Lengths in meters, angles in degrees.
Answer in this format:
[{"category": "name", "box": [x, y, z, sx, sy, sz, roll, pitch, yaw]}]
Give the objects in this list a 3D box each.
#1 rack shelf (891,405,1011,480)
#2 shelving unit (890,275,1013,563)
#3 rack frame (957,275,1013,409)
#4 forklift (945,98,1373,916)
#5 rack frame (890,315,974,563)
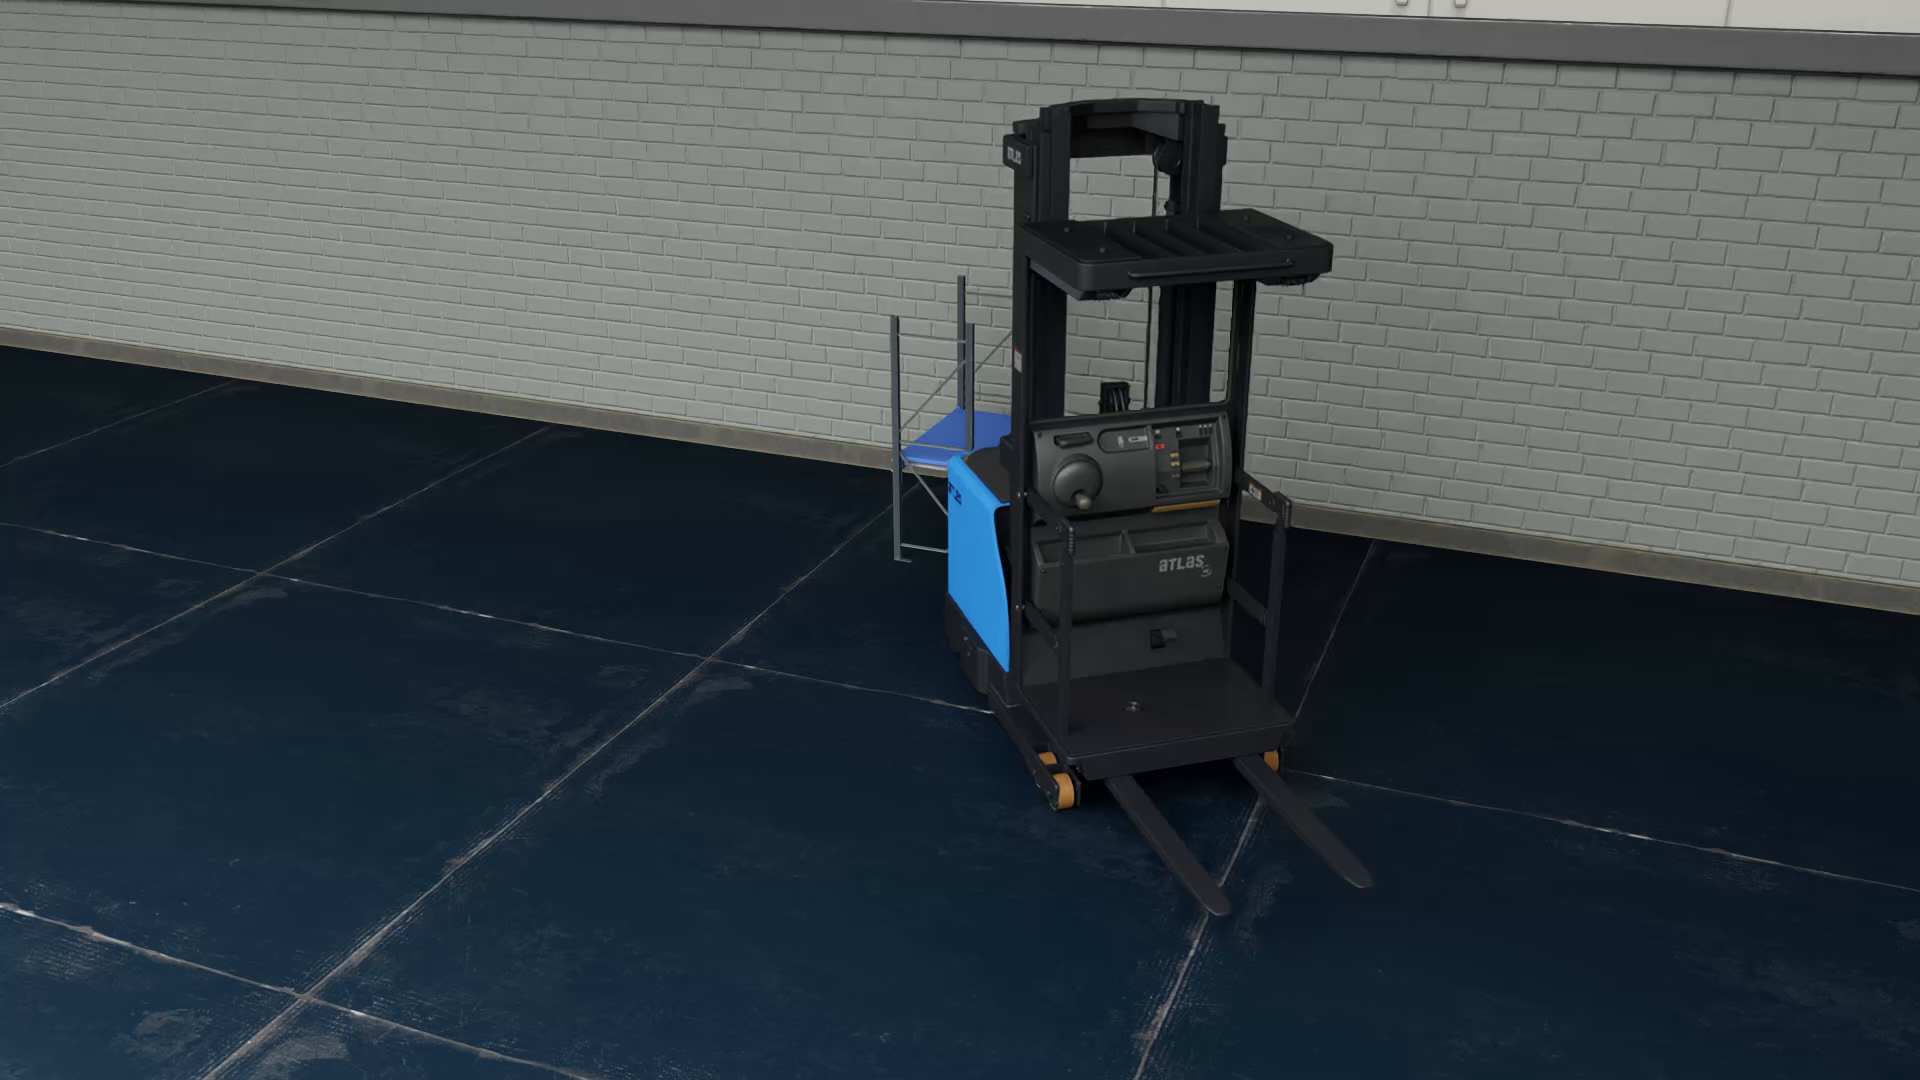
[{"category": "rack shelf", "box": [0.032, -0.557, 10.103, 0.538, 0.185, 1.000, 9, 24, 20]}, {"category": "shelving unit", "box": [0.032, -0.723, 10.034, 0.538, 1.500, 1.048, 9, 24, 20]}, {"category": "rack frame", "box": [0.220, -0.904, 10.470, 0.500, 1.500, 0.032, 9, 24, 20]}, {"category": "forklift", "box": [0.842, -0.325, 7.226, 1.130, 2.935, 3.031, -7, 24, -16]}, {"category": "rack frame", "box": [-0.157, -0.541, 9.599, 0.500, 1.500, 0.032, 9, 24, 20]}]
